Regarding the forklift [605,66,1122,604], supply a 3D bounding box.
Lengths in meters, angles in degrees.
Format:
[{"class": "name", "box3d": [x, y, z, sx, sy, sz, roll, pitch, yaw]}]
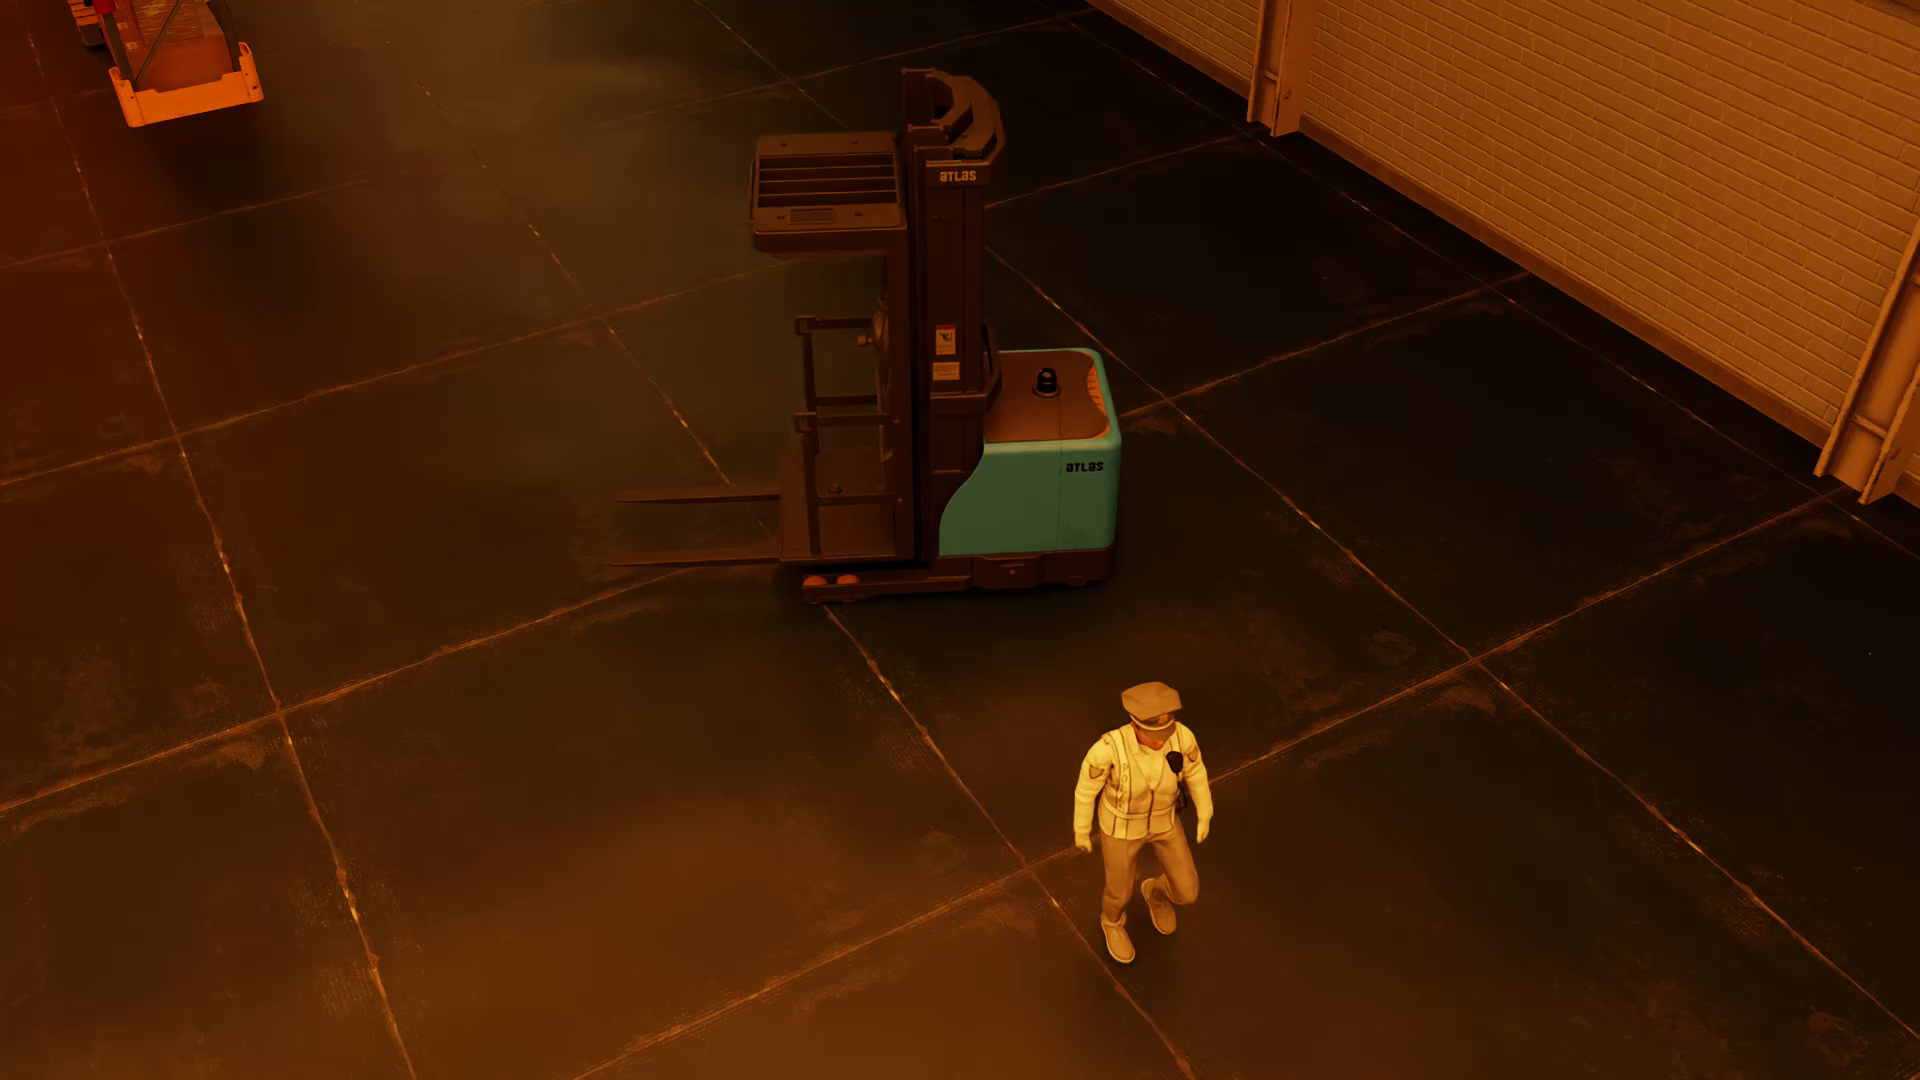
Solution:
[{"class": "forklift", "box3d": [-0.611, -1.100, 9.362, 3.031, 2.935, 1.130, -3, 40, -3]}]

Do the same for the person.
[{"class": "person", "box3d": [0.836, 1.310, 7.463, 0.624, 1.652, 0.432, -11, 41, -12]}]
